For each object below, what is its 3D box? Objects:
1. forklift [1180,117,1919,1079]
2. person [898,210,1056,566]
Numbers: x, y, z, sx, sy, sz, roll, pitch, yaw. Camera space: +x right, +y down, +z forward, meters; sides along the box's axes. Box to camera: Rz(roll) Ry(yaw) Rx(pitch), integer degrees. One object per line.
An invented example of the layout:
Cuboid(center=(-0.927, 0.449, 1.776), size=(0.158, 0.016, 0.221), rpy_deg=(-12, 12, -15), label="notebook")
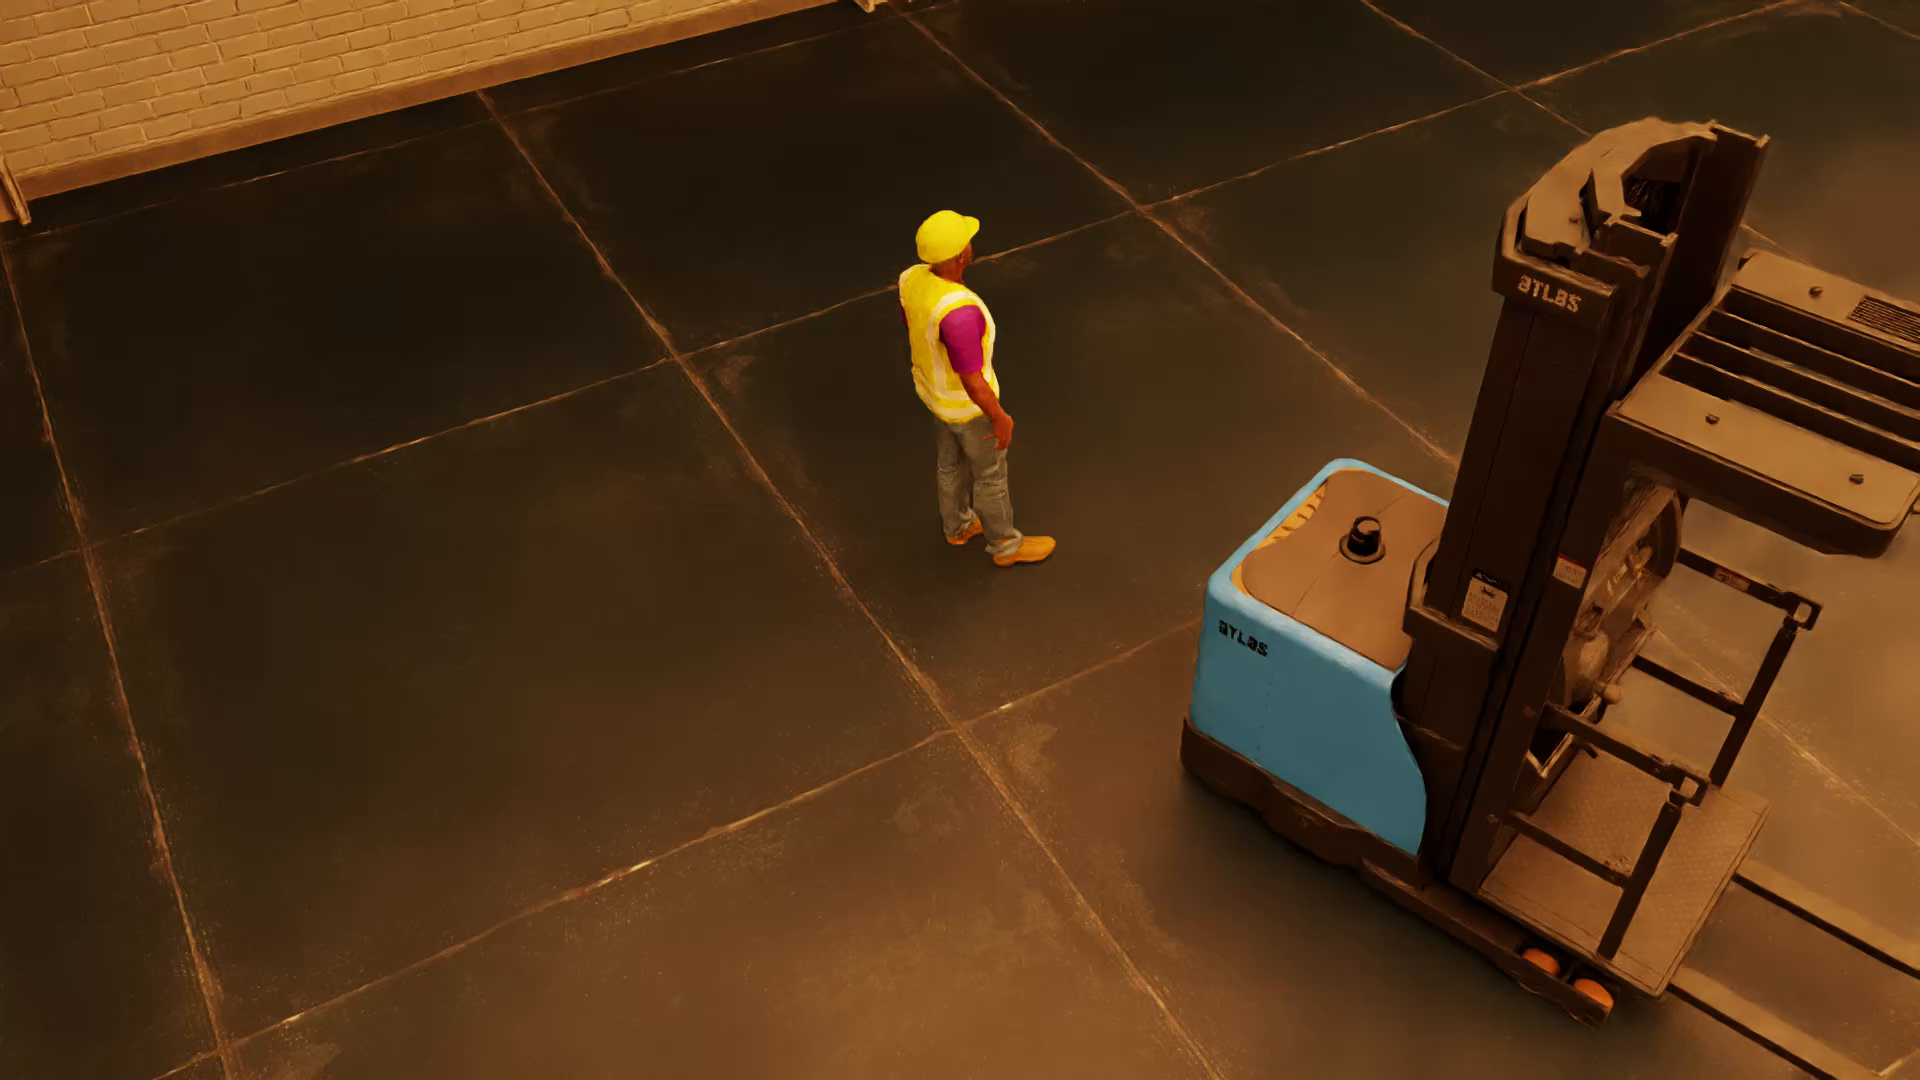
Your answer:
Cuboid(center=(2.354, 0.253, 5.425), size=(3.031, 2.935, 1.130), rpy_deg=(30, 50, 28), label="forklift")
Cuboid(center=(0.063, -0.673, 7.270), size=(0.576, 1.766, 0.665), rpy_deg=(-21, 47, -21), label="person")
